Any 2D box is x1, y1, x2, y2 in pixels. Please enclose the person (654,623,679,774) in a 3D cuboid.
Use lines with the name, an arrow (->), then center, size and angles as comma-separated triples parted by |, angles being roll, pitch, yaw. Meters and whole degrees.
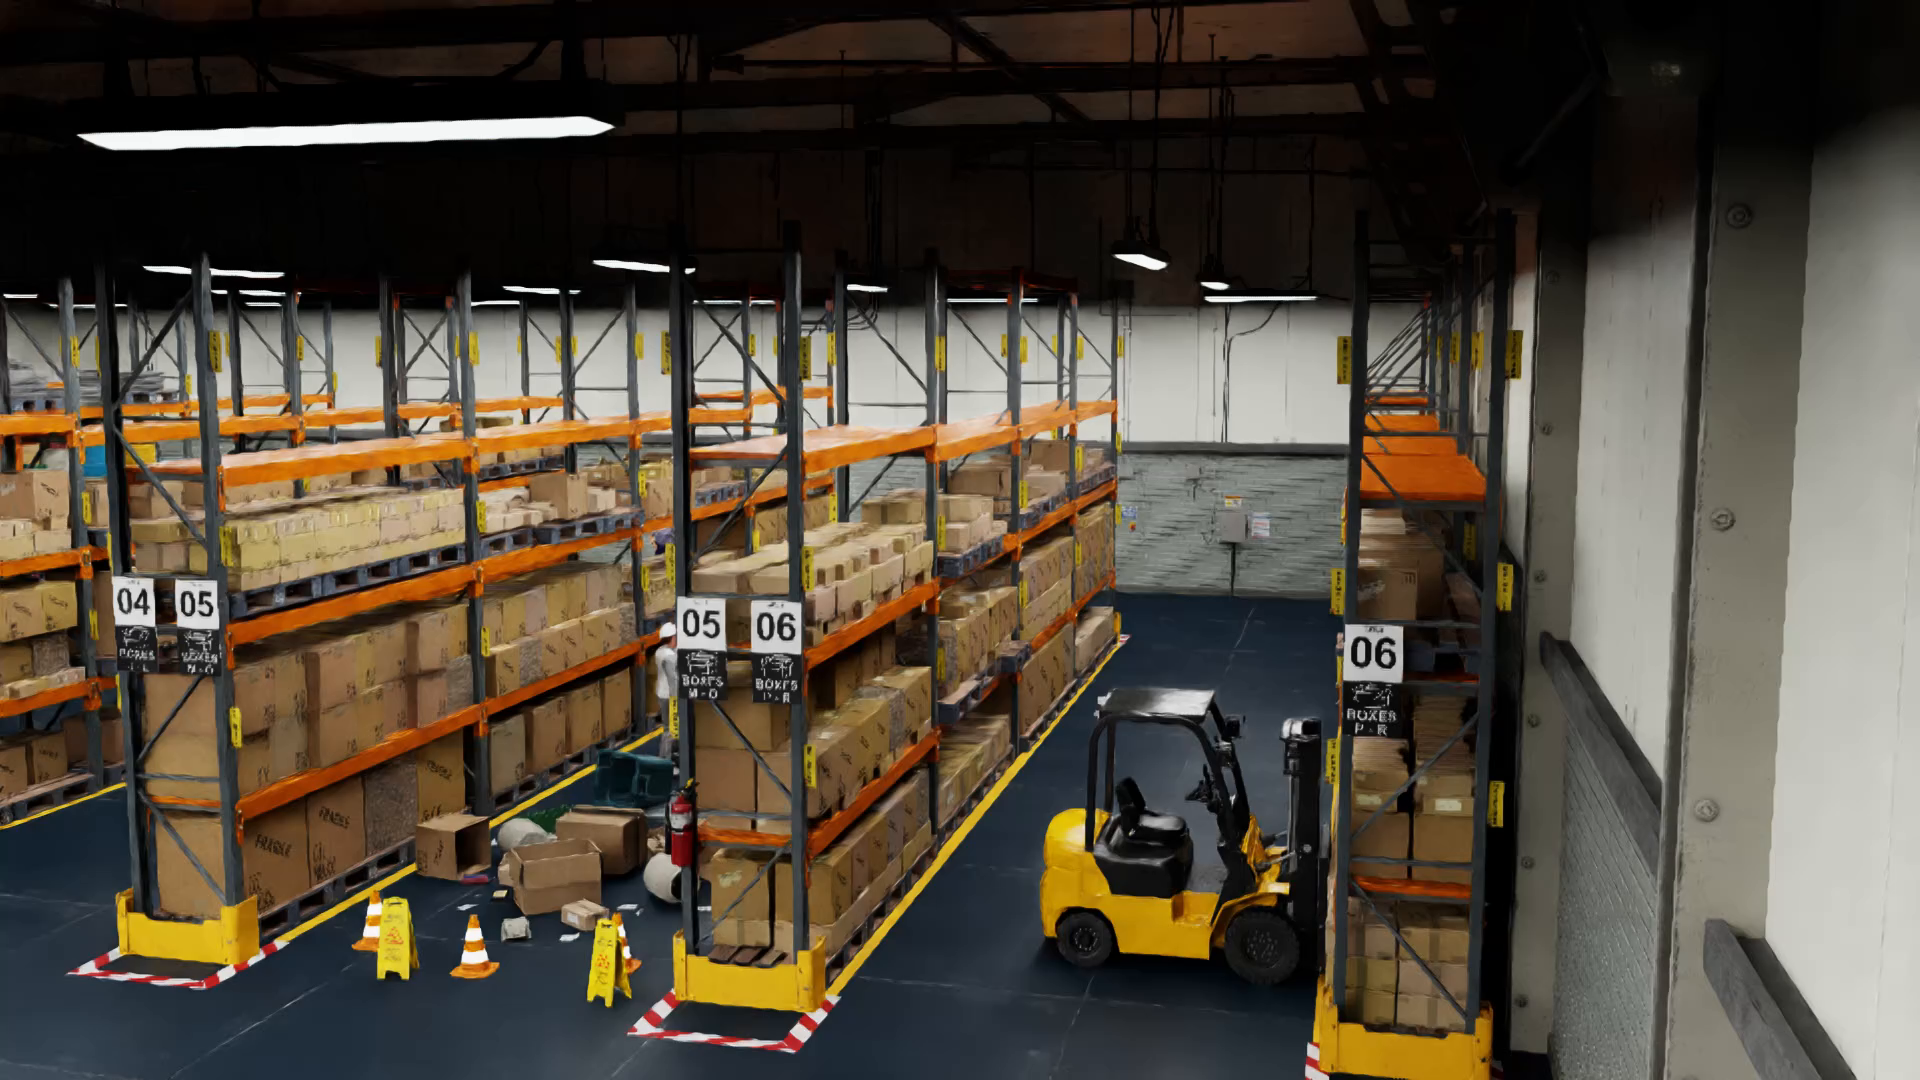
person -> -3.401, 1.868, 19.795 | 0.450, 1.768, 0.584 | -2, 7, -18

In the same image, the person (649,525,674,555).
person -> -6.100, 0.166, 34.543 | 0.656, 1.581, 0.818 | 0, 7, -3
